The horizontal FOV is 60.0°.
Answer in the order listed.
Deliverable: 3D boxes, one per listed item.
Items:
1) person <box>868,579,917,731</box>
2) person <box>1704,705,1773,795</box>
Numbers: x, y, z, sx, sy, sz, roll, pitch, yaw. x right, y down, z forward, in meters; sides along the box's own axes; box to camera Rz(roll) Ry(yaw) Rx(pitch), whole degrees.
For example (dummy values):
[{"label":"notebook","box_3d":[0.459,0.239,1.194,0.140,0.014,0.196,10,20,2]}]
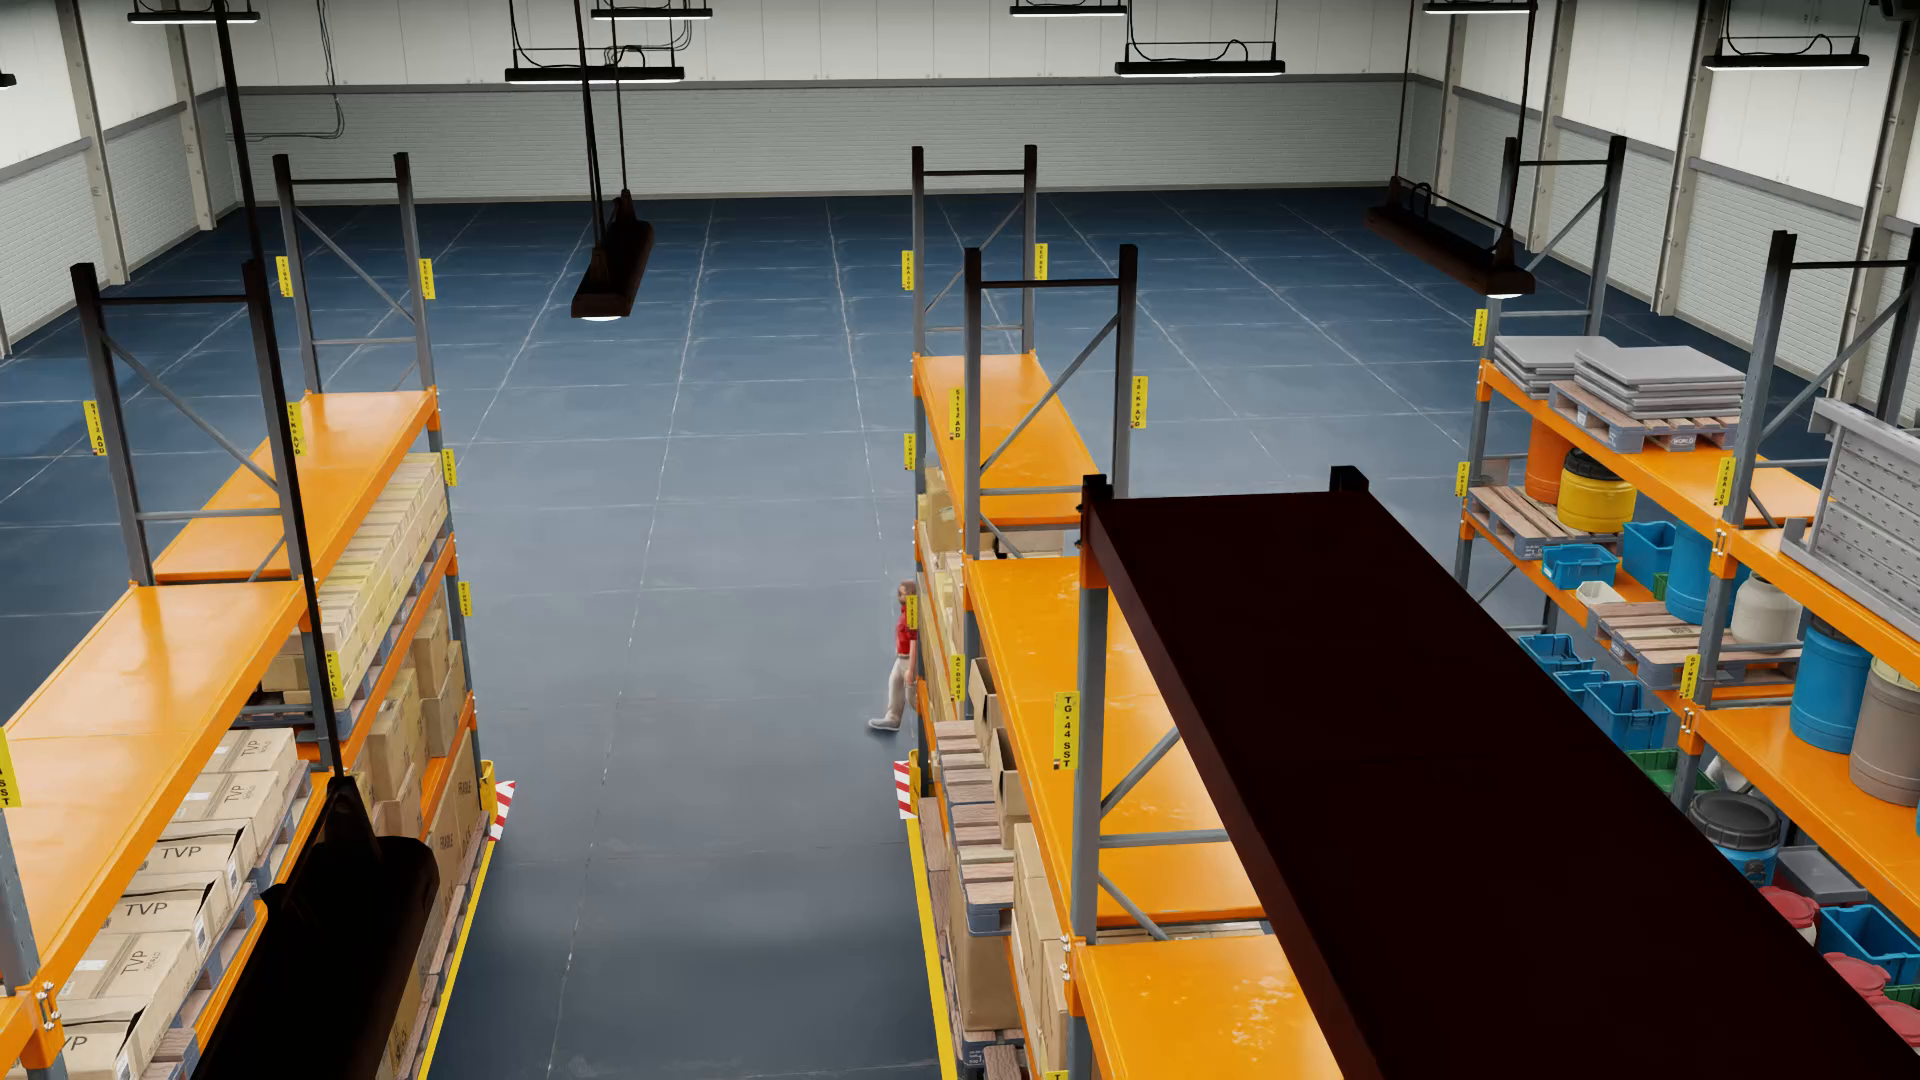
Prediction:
[{"label":"person","box_3d":[-0.440,1.170,16.377,0.960,1.685,0.569,-1,22,-2]},{"label":"person","box_3d":[6.999,1.676,15.015,0.636,1.702,1.088,-8,23,-19]}]
